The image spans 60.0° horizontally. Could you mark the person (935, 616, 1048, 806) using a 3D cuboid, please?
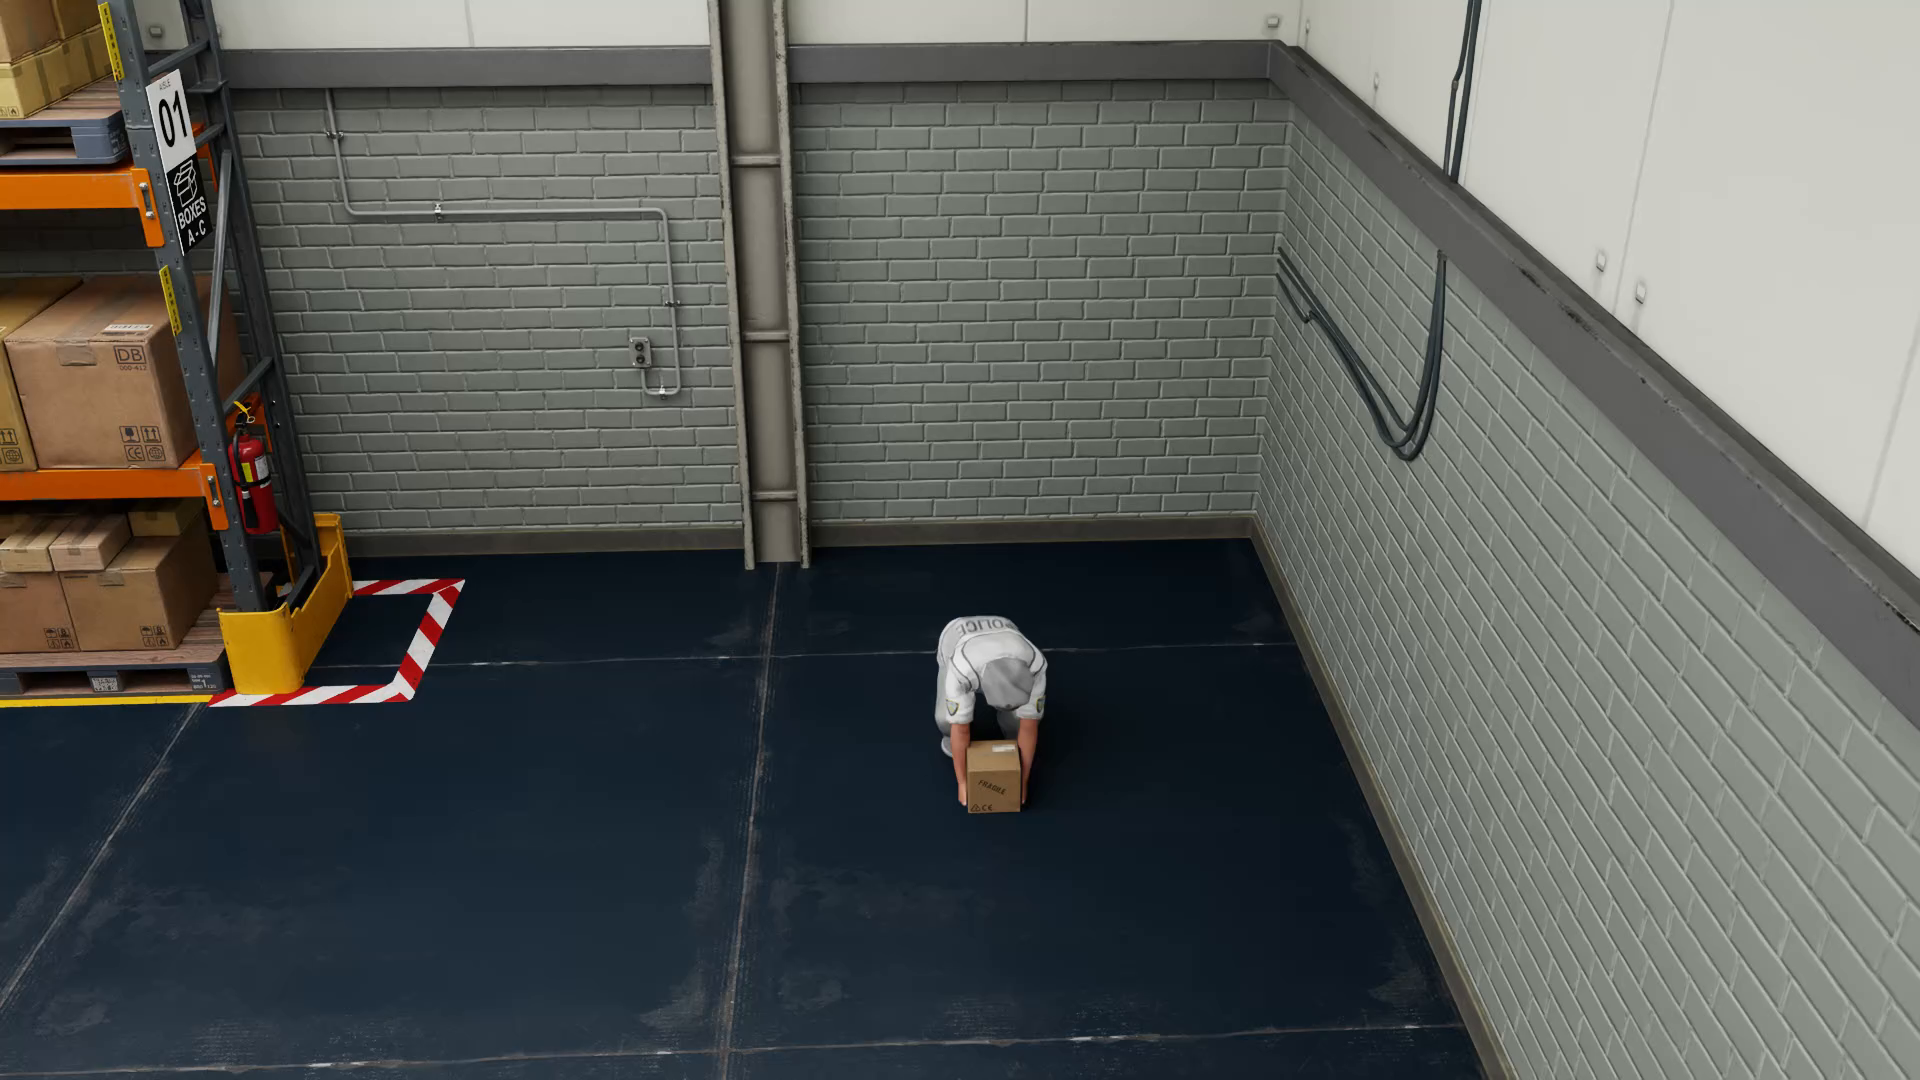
[{"bbox_3d":[0.143,0.786,8.194,0.542,0.894,0.994,-2,27,-3],"label":"person"}]
